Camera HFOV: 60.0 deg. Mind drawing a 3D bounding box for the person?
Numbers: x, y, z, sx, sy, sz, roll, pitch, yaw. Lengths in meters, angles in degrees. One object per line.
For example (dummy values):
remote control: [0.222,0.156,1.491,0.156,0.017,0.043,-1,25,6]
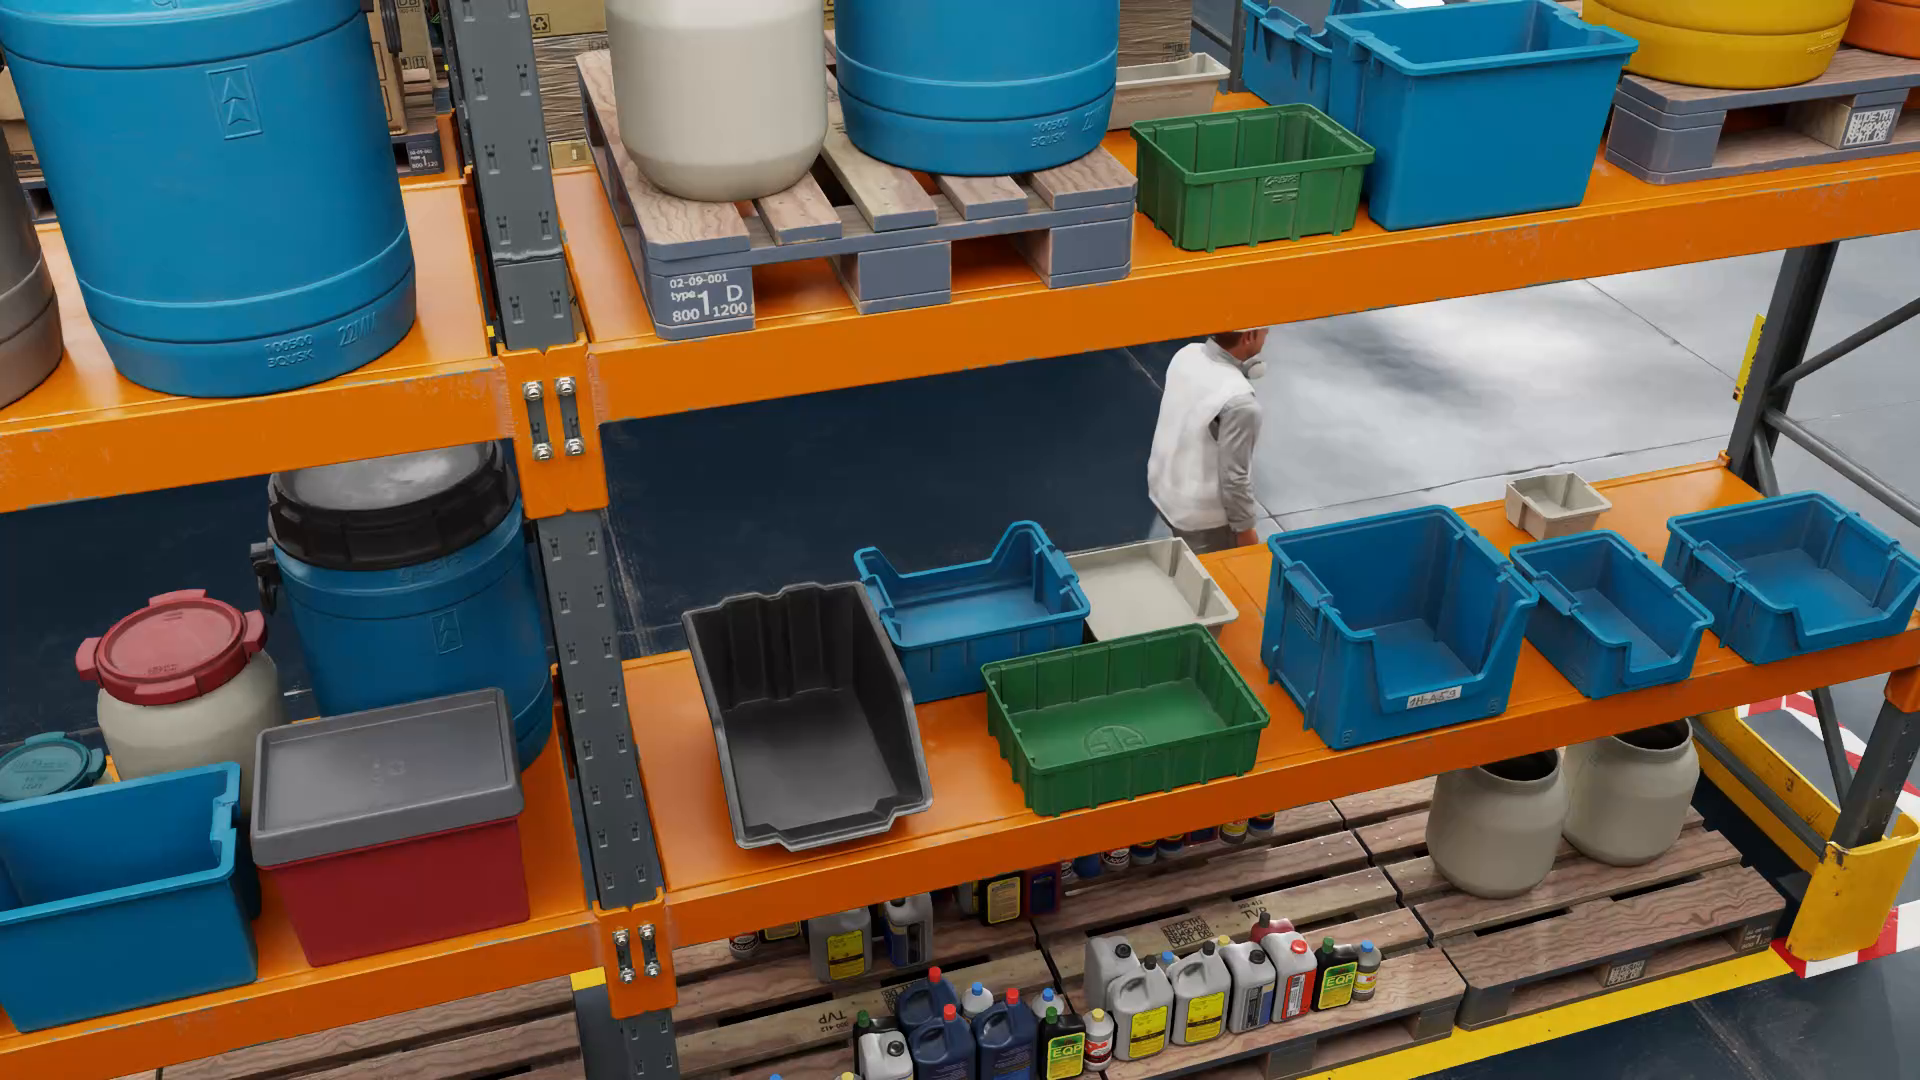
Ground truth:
person: [0.958,-0.157,6.353,0.462,1.772,0.580,-10,35,-15]
